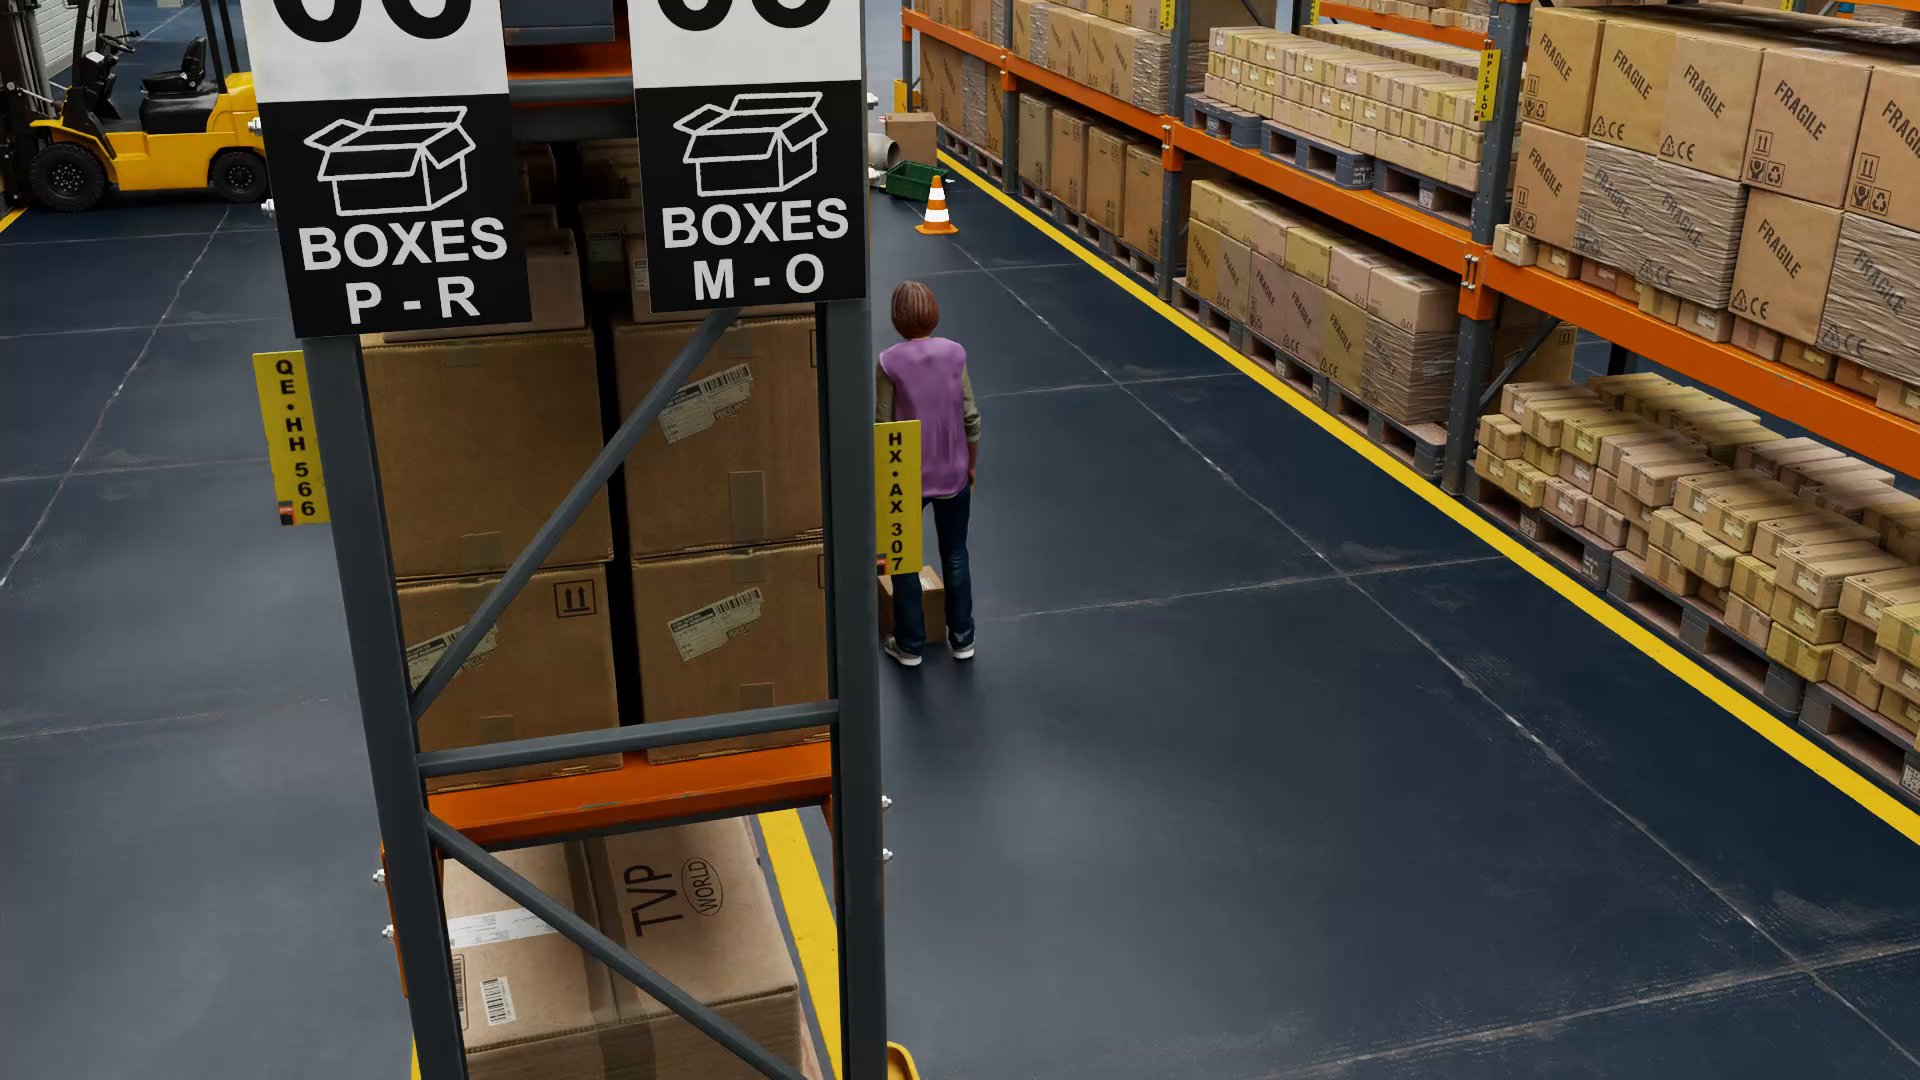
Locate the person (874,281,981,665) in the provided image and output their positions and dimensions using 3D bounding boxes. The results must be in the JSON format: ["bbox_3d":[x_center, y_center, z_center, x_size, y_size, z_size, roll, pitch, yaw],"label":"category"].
[{"bbox_3d":[-0.139,-0.242,6.675,0.473,1.590,0.349,-8,24,-17],"label":"person"}]
